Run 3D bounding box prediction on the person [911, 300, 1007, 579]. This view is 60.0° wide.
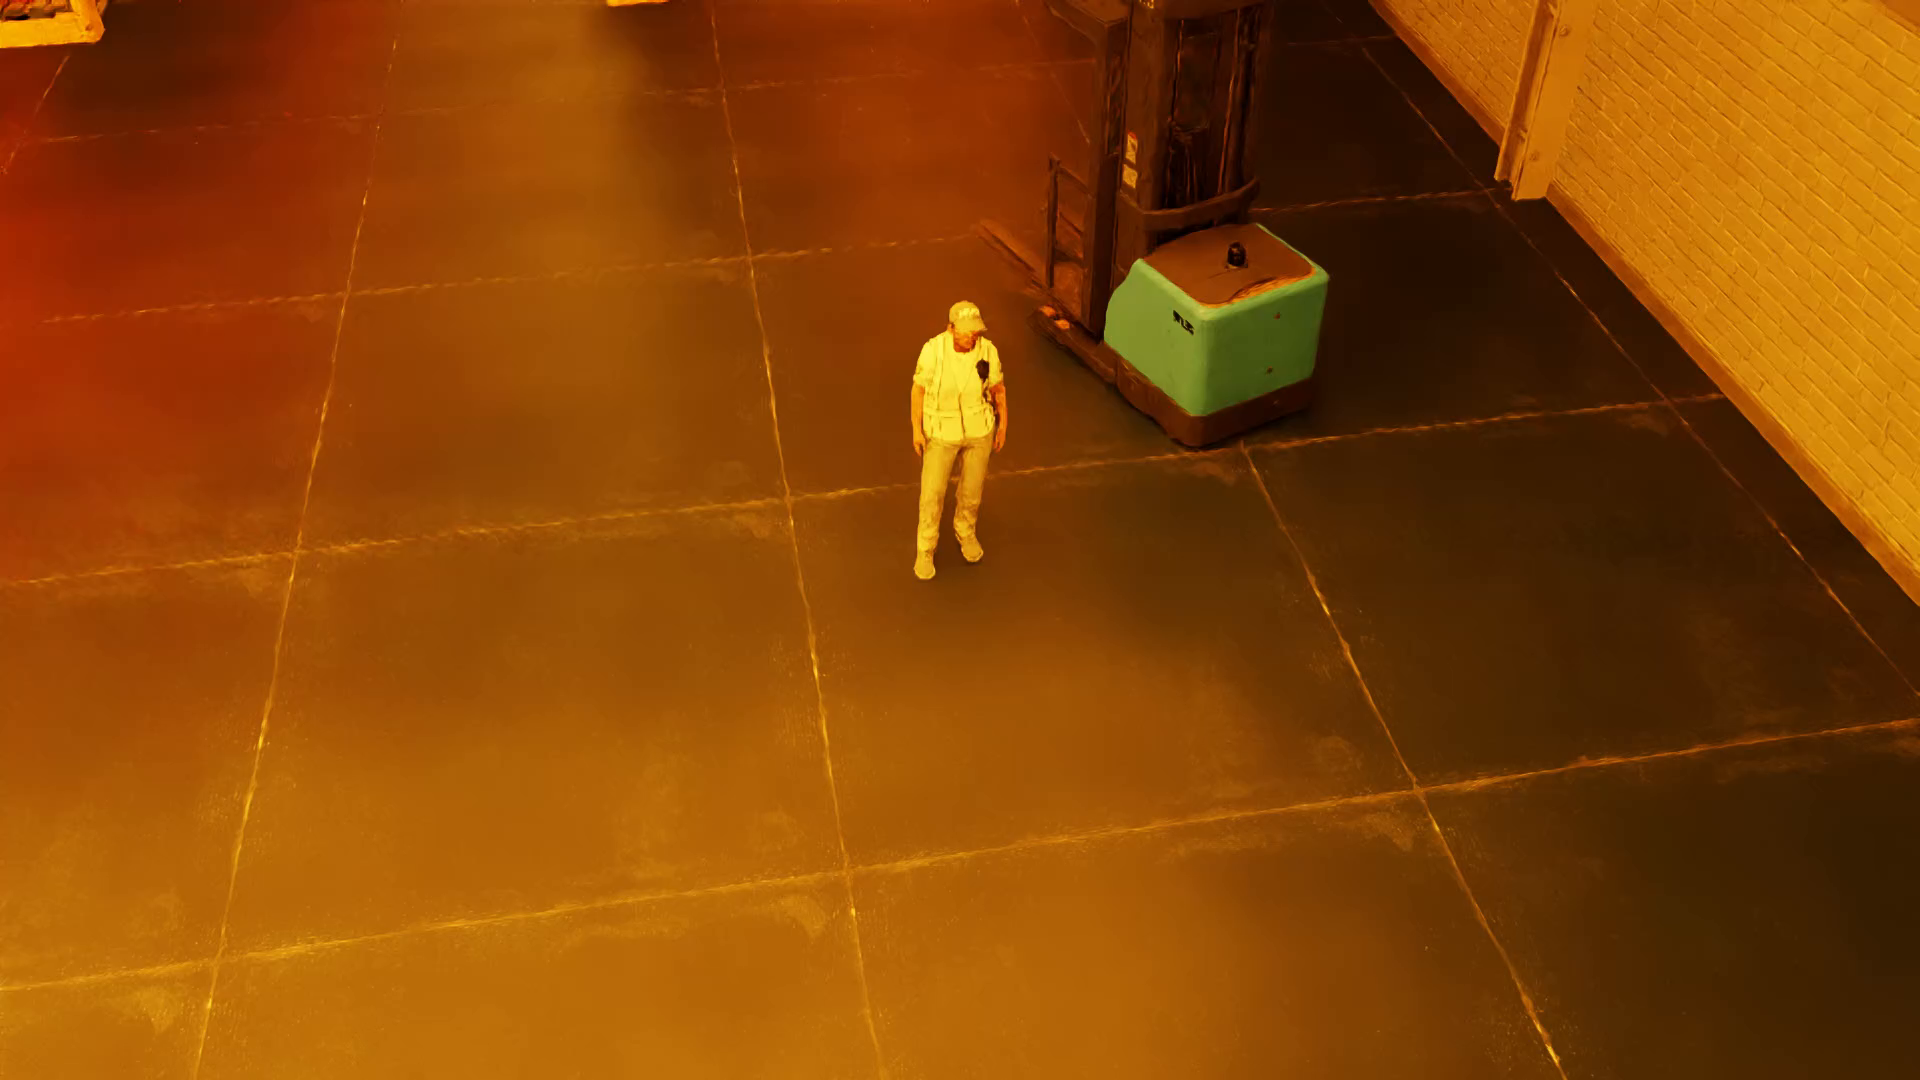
[{"bbox_3d":[-0.009,-0.589,9.615,0.598,1.669,0.529,-7,41,-8],"label":"person"}]

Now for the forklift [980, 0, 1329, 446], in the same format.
[{"bbox_3d":[1.196,-2.664,11.091,1.130,2.935,3.031,-21,44,-22],"label":"forklift"}]
